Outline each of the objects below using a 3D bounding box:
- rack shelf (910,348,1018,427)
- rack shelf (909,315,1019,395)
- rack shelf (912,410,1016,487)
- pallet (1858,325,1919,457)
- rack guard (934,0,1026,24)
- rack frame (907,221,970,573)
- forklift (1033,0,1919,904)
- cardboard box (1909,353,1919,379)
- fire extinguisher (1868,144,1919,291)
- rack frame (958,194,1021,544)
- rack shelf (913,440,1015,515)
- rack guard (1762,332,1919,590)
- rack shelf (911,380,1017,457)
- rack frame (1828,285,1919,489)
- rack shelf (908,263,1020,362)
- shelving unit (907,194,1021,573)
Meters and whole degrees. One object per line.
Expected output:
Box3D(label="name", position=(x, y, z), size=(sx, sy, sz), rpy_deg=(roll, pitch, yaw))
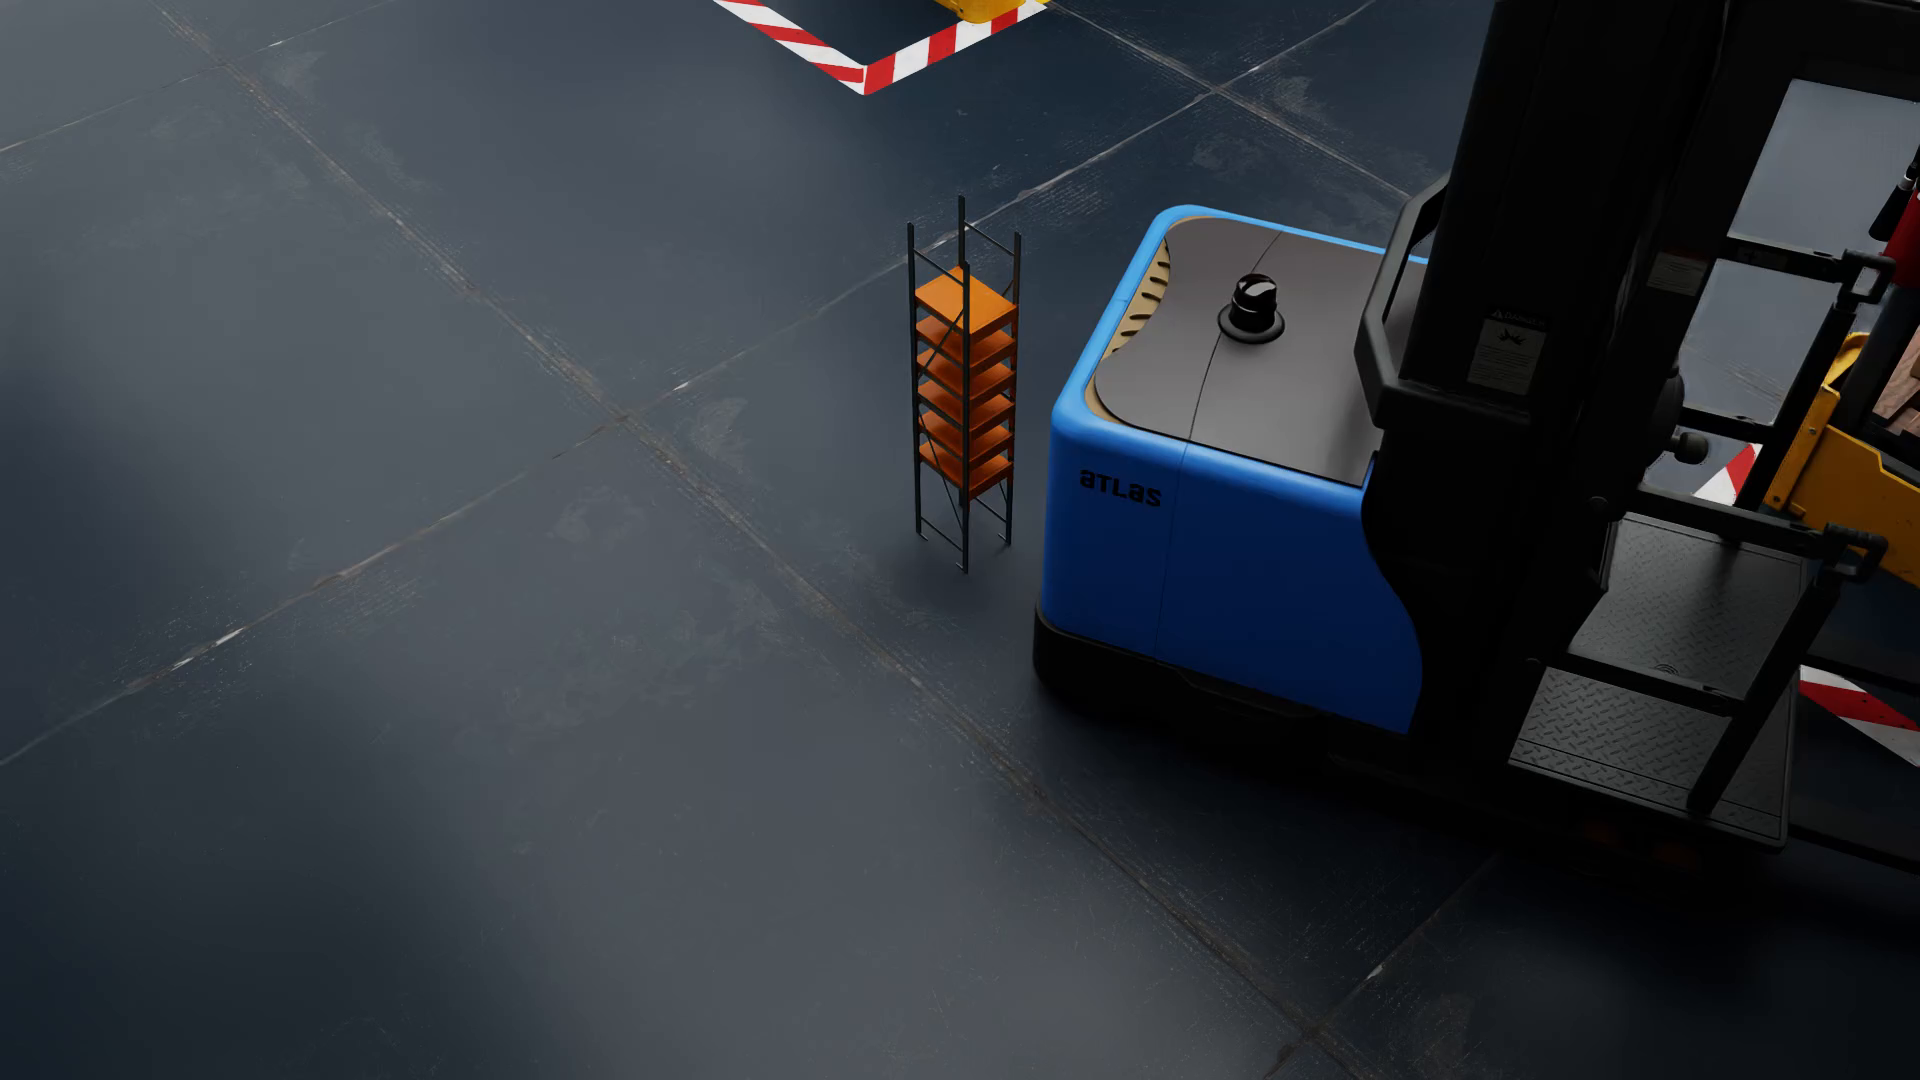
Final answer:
Box3D(label="rack shelf", position=(0.011, -0.465, 4.760), size=(0.180, 0.103, 0.258), rpy_deg=(-34, 56, -27))
Box3D(label="rack shelf", position=(0.011, -0.547, 4.672), size=(0.180, 0.103, 0.258), rpy_deg=(-34, 56, -27))
Box3D(label="rack shelf", position=(0.011, -0.303, 4.936), size=(0.180, 0.103, 0.258), rpy_deg=(-34, 56, -27))
Box3D(label="pallet", position=(3.624, -0.446, 5.518), size=(1.213, 0.211, 1.003), rpy_deg=(-34, 56, -27))
Box3D(label="rack guard", position=(-0.194, -2.835, 7.526), size=(0.348, 0.500, 1.175), rpy_deg=(-34, 56, -27))
Box3D(label="rack frame", position=(-0.057, -0.369, 4.774), size=(0.006, 1.200, 0.240), rpy_deg=(-34, 56, -27))
Box3D(label="forklift", position=(1.780, -0.495, 3.712), size=(3.031, 2.935, 1.130), rpy_deg=(16, 49, 15))
Box3D(label="cardboard box", position=(3.536, -0.649, 5.223), size=(0.500, 0.500, 0.700), rpy_deg=(-34, 56, -27))
Box3D(label="fire extinguisher", position=(2.663, -0.977, 4.417), size=(0.183, 0.674, 0.296), rpy_deg=(-34, 56, -27))
Box3D(label="rack frame", position=(0.078, -0.459, 4.857), size=(0.006, 1.200, 0.240), rpy_deg=(-34, 56, -27))
Box3D(label="rack shelf", position=(0.011, -0.221, 5.025), size=(0.180, 0.103, 0.258), rpy_deg=(-34, 56, -27))
Box3D(label="rack guard", position=(3.068, -0.094, 4.997), size=(0.348, 0.500, 1.175), rpy_deg=(-34, 56, -27))
Box3D(label="rack shelf", position=(0.011, -0.384, 4.848), size=(0.180, 0.103, 0.258), rpy_deg=(-34, 56, -27))
Box3D(label="rack frame", position=(3.085, -0.954, 4.089), size=(0.127, 3.000, 1.000), rpy_deg=(-34, 56, -27))
Box3D(label="rack shelf", position=(0.011, -0.628, 4.584), size=(0.180, 0.103, 0.258), rpy_deg=(-34, 56, -27))
Box3D(label="shelving unit", position=(0.011, -0.414, 4.816), size=(0.189, 1.200, 0.258), rpy_deg=(-34, 56, -27))
